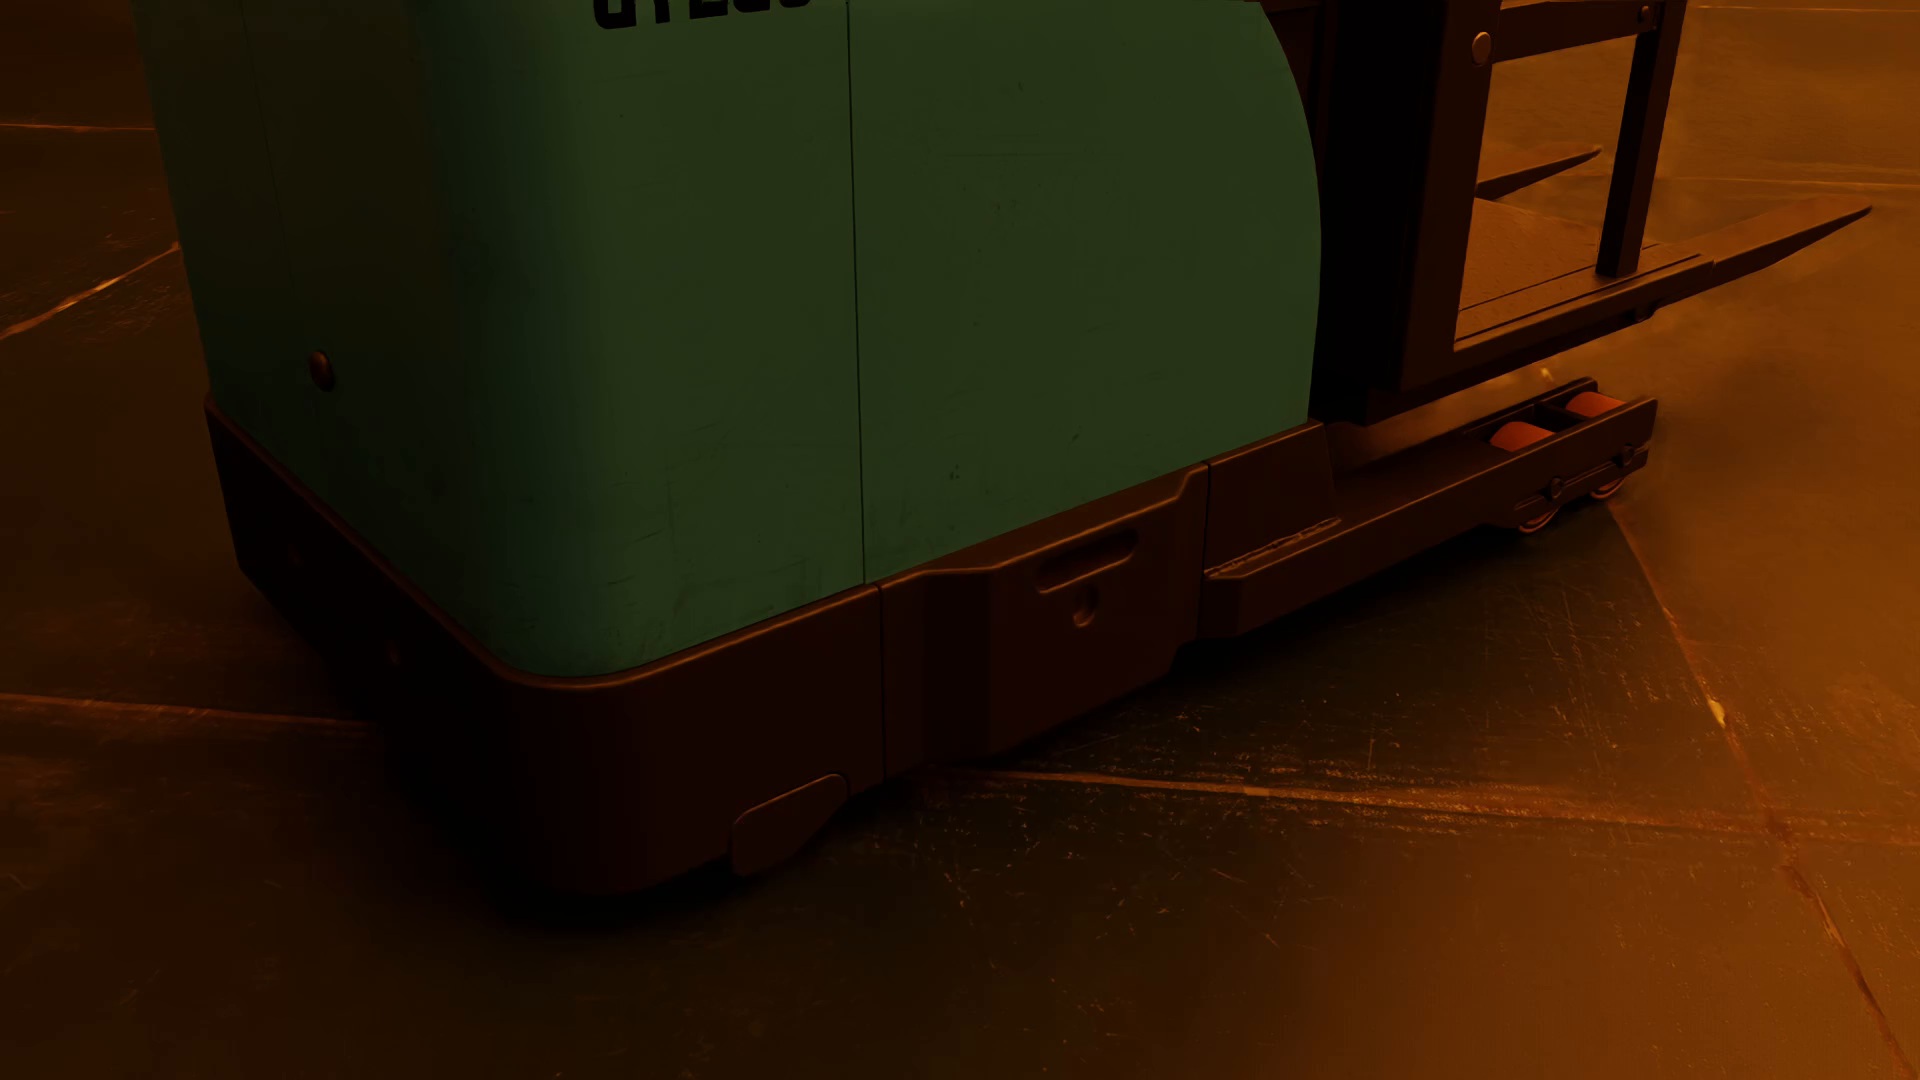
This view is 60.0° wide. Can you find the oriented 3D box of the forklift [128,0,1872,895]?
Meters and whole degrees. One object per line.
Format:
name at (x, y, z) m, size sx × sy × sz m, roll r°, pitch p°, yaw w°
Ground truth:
forklift at (0.467, -1.485, 2.194) m, size 3.031 × 2.935 × 1.130 m, roll -20°, pitch 33°, yaw -34°
